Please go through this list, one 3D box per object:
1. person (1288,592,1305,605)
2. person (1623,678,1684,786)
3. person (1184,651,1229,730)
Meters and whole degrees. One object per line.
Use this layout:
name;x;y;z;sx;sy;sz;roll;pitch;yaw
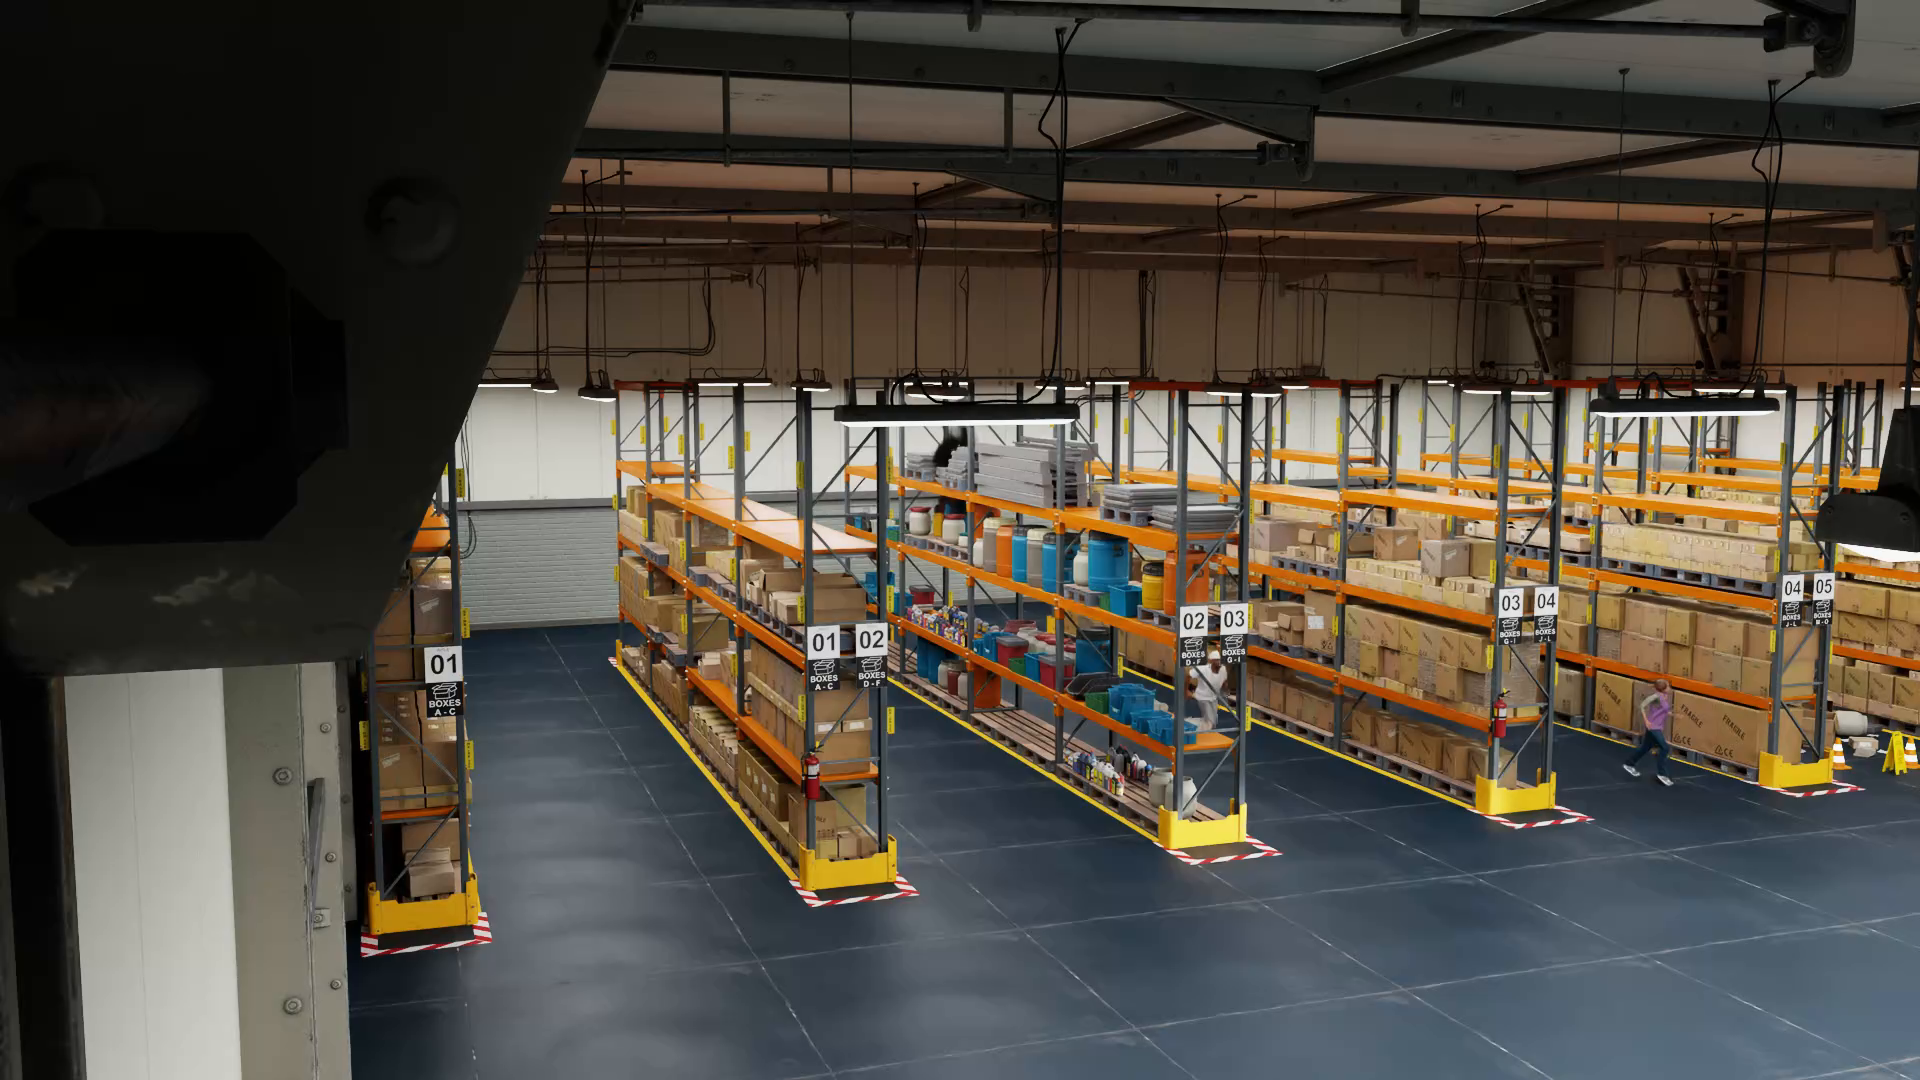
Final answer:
person;8.380;1.171;40.985;0.618;1.767;0.719;4;7;34
person;10.506;2.887;25.214;0.835;1.633;0.476;4;7;32
person;4.072;2.625;27.275;0.689;1.685;0.735;-4;7;-34
